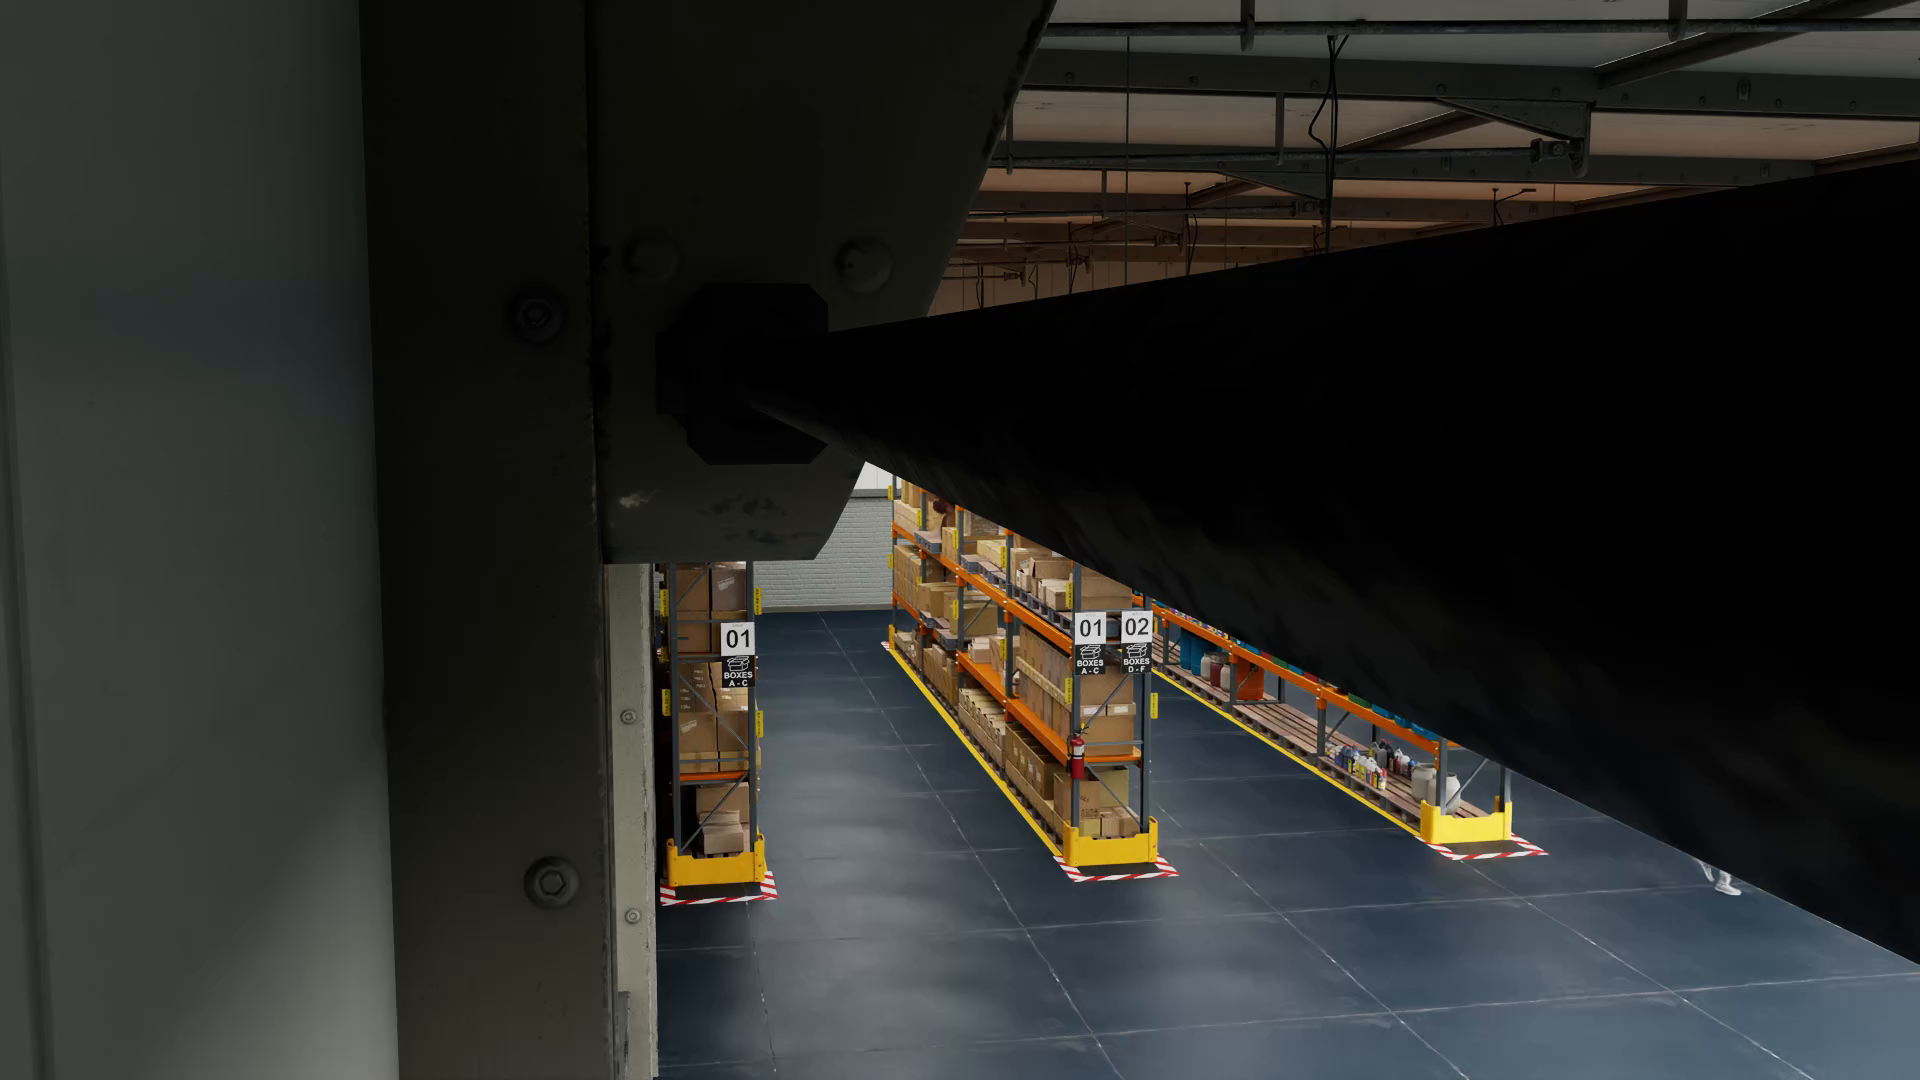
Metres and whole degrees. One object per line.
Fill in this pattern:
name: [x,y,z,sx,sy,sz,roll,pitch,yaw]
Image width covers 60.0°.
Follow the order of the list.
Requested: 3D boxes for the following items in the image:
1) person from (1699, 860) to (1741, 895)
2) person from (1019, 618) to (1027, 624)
person: [9.093,3.380,19.785,0.511,1.668,0.618,3,7,23]
person: [1.513,1.788,34.522,0.560,1.617,0.599,-3,7,-25]
